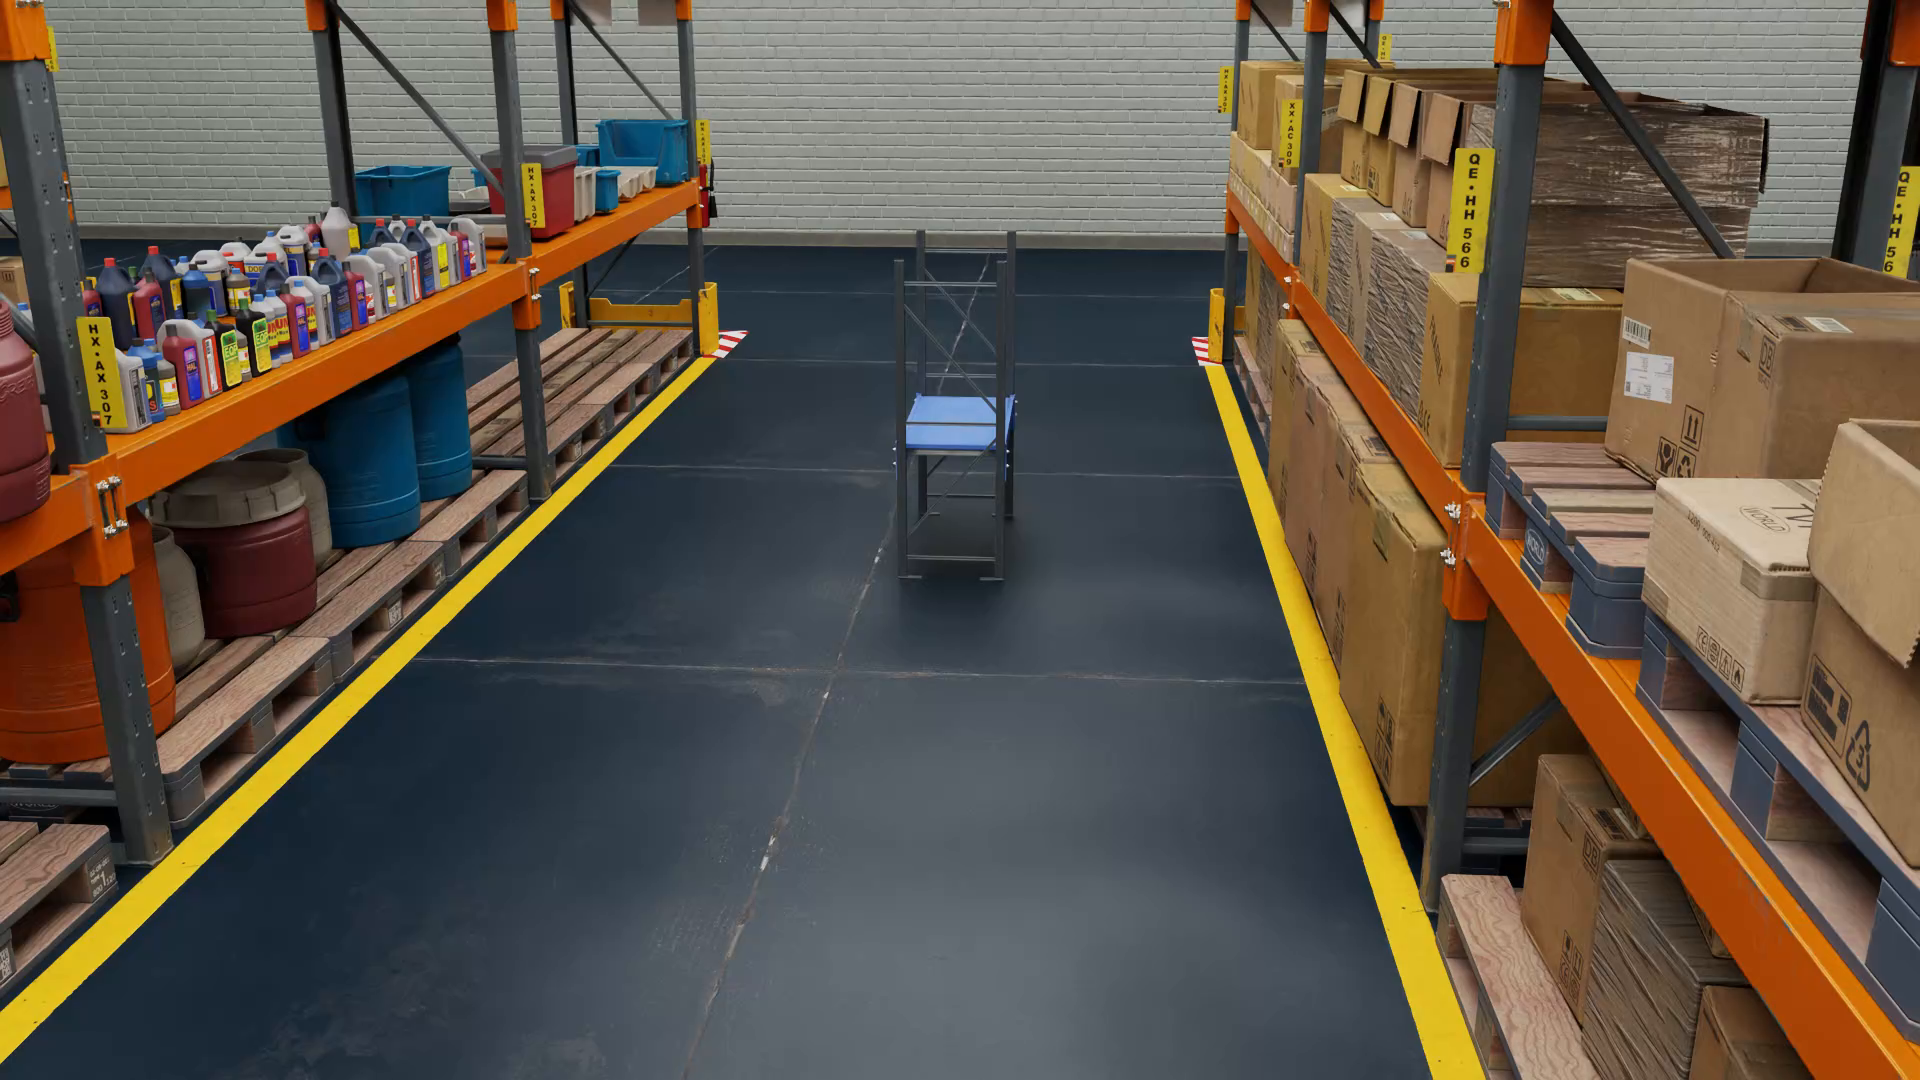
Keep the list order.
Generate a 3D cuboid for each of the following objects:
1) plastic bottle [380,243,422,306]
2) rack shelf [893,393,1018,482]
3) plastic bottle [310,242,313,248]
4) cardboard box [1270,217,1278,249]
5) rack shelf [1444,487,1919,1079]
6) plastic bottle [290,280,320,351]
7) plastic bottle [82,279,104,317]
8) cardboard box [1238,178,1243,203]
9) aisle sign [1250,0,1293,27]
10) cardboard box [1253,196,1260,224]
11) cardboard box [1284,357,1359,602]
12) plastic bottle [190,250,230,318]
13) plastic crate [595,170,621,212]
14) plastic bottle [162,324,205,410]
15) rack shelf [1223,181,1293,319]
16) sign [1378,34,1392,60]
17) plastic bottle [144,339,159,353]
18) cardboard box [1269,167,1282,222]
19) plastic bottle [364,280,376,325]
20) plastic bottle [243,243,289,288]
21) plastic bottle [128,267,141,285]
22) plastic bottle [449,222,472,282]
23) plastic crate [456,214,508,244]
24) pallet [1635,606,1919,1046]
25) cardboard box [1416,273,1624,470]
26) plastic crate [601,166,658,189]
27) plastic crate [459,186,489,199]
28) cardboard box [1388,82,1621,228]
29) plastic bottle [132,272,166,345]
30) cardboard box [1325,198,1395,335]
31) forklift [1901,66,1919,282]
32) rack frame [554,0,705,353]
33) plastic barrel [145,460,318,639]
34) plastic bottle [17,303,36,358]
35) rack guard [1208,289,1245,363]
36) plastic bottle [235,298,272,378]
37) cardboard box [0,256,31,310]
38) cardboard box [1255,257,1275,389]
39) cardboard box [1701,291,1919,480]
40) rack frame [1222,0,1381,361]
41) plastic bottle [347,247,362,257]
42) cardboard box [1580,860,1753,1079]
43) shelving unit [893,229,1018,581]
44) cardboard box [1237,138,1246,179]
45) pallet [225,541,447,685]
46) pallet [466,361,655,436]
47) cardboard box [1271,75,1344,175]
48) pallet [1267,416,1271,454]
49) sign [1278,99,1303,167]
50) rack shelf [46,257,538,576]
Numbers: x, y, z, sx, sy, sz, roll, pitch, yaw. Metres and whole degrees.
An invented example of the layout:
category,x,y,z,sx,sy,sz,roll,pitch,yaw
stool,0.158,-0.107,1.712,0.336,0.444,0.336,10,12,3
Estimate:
category,x,y,z,sx,sy,sz,roll,pitch,yaw
plastic bottle,-2.520,-1.201,7.470,0.152,0.276,0.135,1,18,4
rack shelf,-0.006,-0.515,8.165,0.538,0.185,1.000,1,18,4
plastic bottle,-3.203,-1.383,8.146,0.097,0.201,0.097,0,18,0
cardboard box,1.920,-1.691,9.171,0.380,0.149,0.250,1,18,3
rack shelf,1.758,0.656,2.758,1.077,0.370,4.000,1,18,4
plastic bottle,-2.567,-0.878,6.490,0.097,0.271,0.097,0,18,0
plastic bottle,-3.353,-0.852,6.394,0.061,0.283,0.133,1,18,4
cardboard box,2.068,-2.329,11.117,0.380,0.149,0.250,1,18,3
aisle sign,2.181,-4.056,11.809,0.394,0.787,0.004,1,18,4
cardboard box,1.994,-2.010,10.143,0.380,0.149,0.250,2,18,5
cardboard box,2.099,-0.262,7.144,1.225,0.875,0.875,1,18,2
plastic bottle,-3.248,-1.106,7.180,0.152,0.276,0.135,1,18,4
plastic crate,-2.357,-2.207,10.515,0.416,0.233,0.300,1,18,4
plastic bottle,-2.616,-0.590,5.594,0.061,0.283,0.133,1,18,4
rack shelf,2.332,-1.828,10.341,1.077,0.370,4.000,1,18,4
sign,3.015,-3.438,11.858,0.100,0.325,0.005,1,18,4
plastic bottle,-2.778,-0.591,5.728,0.097,0.201,0.097,0,18,0
cardboard box,1.993,-1.923,9.238,0.500,0.250,0.500,2,18,6
plastic bottle,-2.527,-1.015,7.023,0.097,0.201,0.097,0,18,0
plastic bottle,-3.080,-1.175,7.389,0.152,0.276,0.135,1,18,4
plastic bottle,-3.331,-0.951,6.695,0.061,0.283,0.133,1,18,4
plastic bottle,-2.429,-1.402,8.071,0.061,0.283,0.133,1,18,4
plastic crate,-2.576,-1.704,9.134,0.396,0.136,0.243,1,18,4
pallet,1.800,0.400,2.693,1.003,0.211,1.213,1,18,4
cardboard box,1.690,-0.513,5.011,0.500,0.500,0.500,2,18,6
plastic crate,-2.343,-2.548,11.709,0.396,0.136,0.243,1,18,4
plastic crate,-2.927,-2.110,10.374,0.293,0.136,0.466,1,18,4
cardboard box,2.061,-1.469,6.316,0.797,0.503,0.637,2,18,6
plastic bottle,-3.196,-0.906,6.559,0.061,0.283,0.133,1,18,4
cardboard box,1.834,-1.148,6.948,0.500,0.500,0.500,1,18,3
forklift,4.472,-1.028,6.855,1.130,2.935,3.031,1,18,3
rack frame,-2.465,-2.902,12.462,1.000,3.000,0.127,1,18,4
plastic barrel,-2.940,0.026,6.725,0.600,0.588,0.708,1,18,4
plastic bottle,-3.364,-0.719,6.008,0.097,0.271,0.097,0,18,0
rack guard,2.477,-1.611,12.537,1.175,0.500,0.348,1,18,4
plastic bottle,-2.580,-0.745,6.067,0.061,0.283,0.133,1,18,4
cardboard box,-7.199,-1.861,12.592,0.500,0.500,0.500,1,18,4
cardboard box,2.444,-1.498,10.916,0.875,0.875,0.875,1,18,4
cardboard box,1.962,-0.210,3.411,0.700,0.500,0.500,4,19,12
rack frame,2.475,-2.791,12.125,1.000,3.000,0.127,1,18,4
plastic bottle,-2.656,-1.154,7.334,0.097,0.271,0.097,0,18,0
cardboard box,1.846,1.053,3.700,0.700,0.500,0.500,0,18,-1
shelving unit,-0.006,-0.686,8.109,0.538,1.500,1.048,1,18,4
cardboard box,2.141,-2.557,11.172,0.500,0.250,0.500,1,18,3
pallet,-2.934,0.284,7.217,1.003,0.211,1.213,1,18,4
pallet,-2.653,-0.944,10.964,1.003,0.211,1.213,1,18,4
cardboard box,1.995,-2.280,9.122,0.500,0.500,0.500,1,18,4
pallet,2.321,-0.458,9.483,1.003,0.211,1.213,1,18,4
sign,1.635,-2.010,8.223,0.100,0.325,0.005,1,18,4
rack shelf,-2.895,-0.697,6.887,1.077,0.370,4.000,1,18,4
